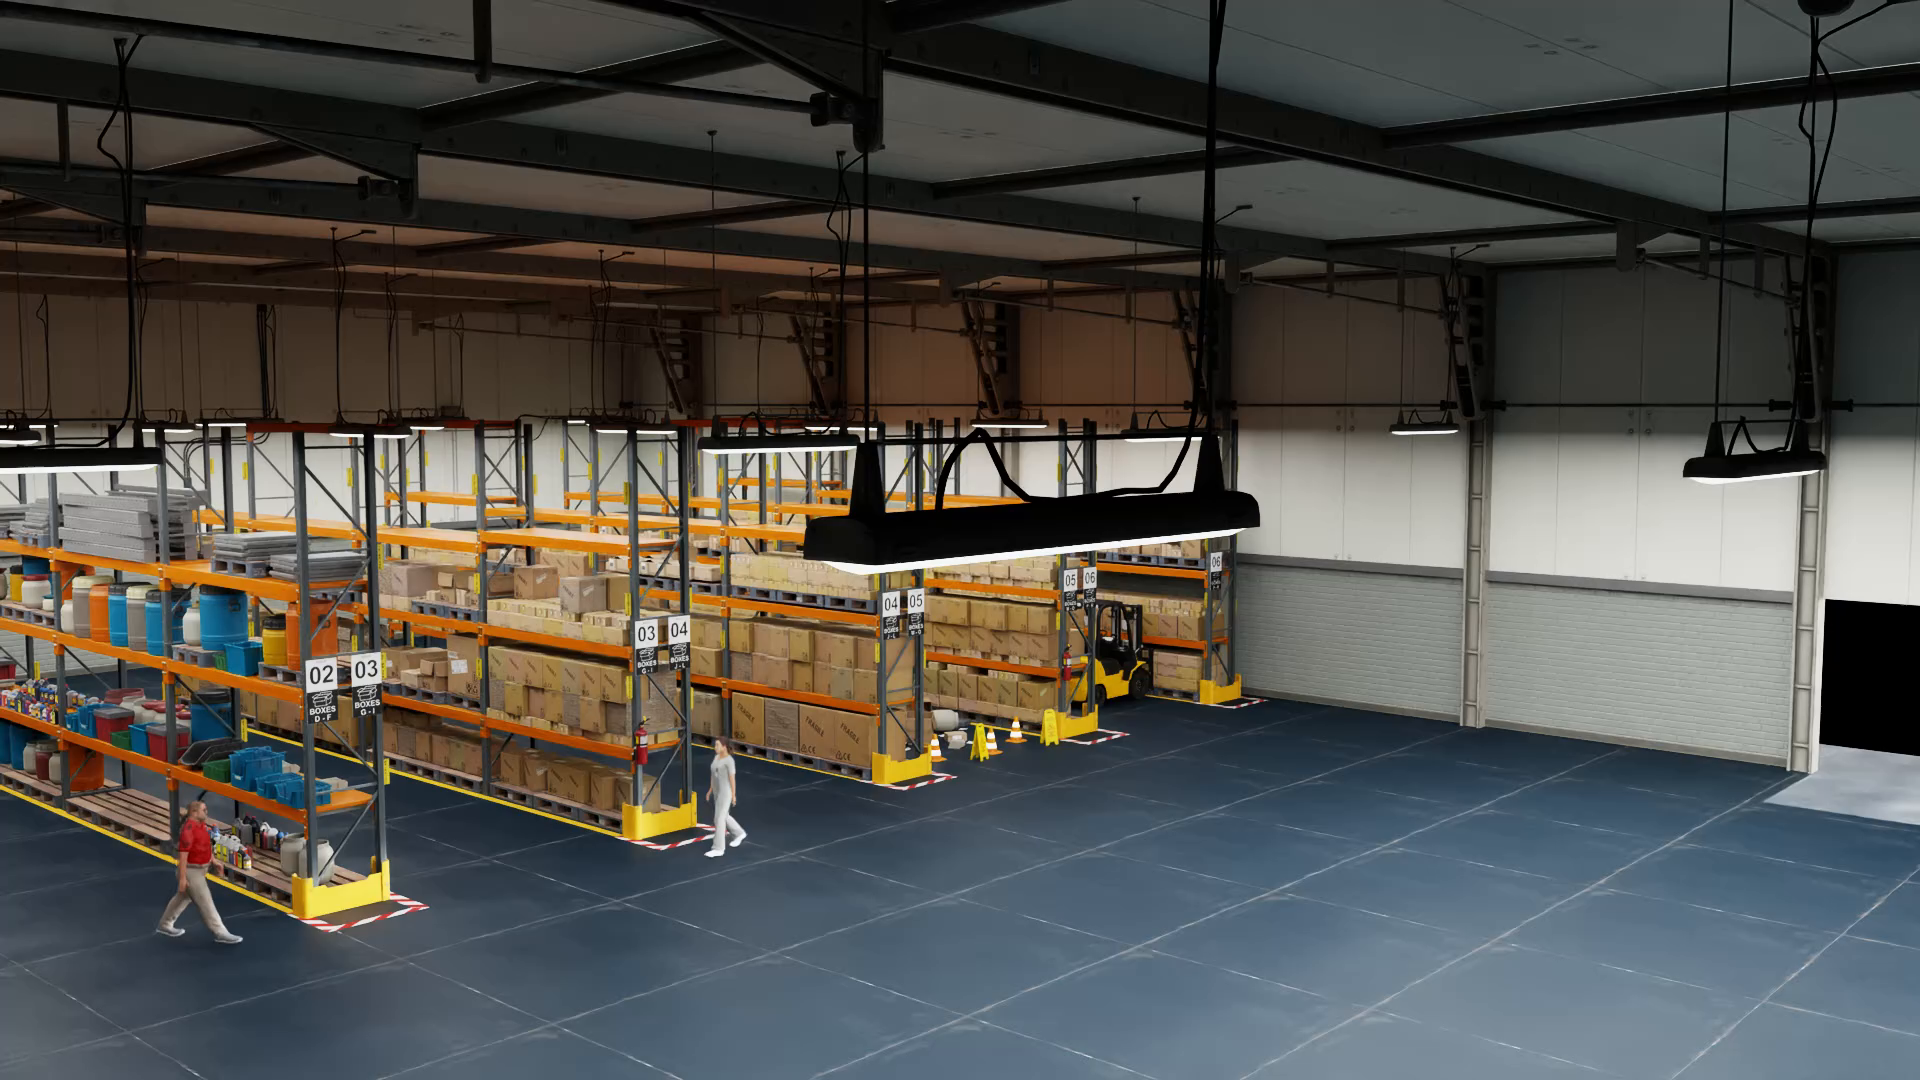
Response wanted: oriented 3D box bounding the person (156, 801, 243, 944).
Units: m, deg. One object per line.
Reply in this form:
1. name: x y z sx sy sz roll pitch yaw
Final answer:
1. person: -8.946 3.872 19.512 1.116 1.649 0.616 0 5 1

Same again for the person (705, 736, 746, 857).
1. person: -3.315 3.580 23.476 0.798 1.653 0.433 -3 6 -36
